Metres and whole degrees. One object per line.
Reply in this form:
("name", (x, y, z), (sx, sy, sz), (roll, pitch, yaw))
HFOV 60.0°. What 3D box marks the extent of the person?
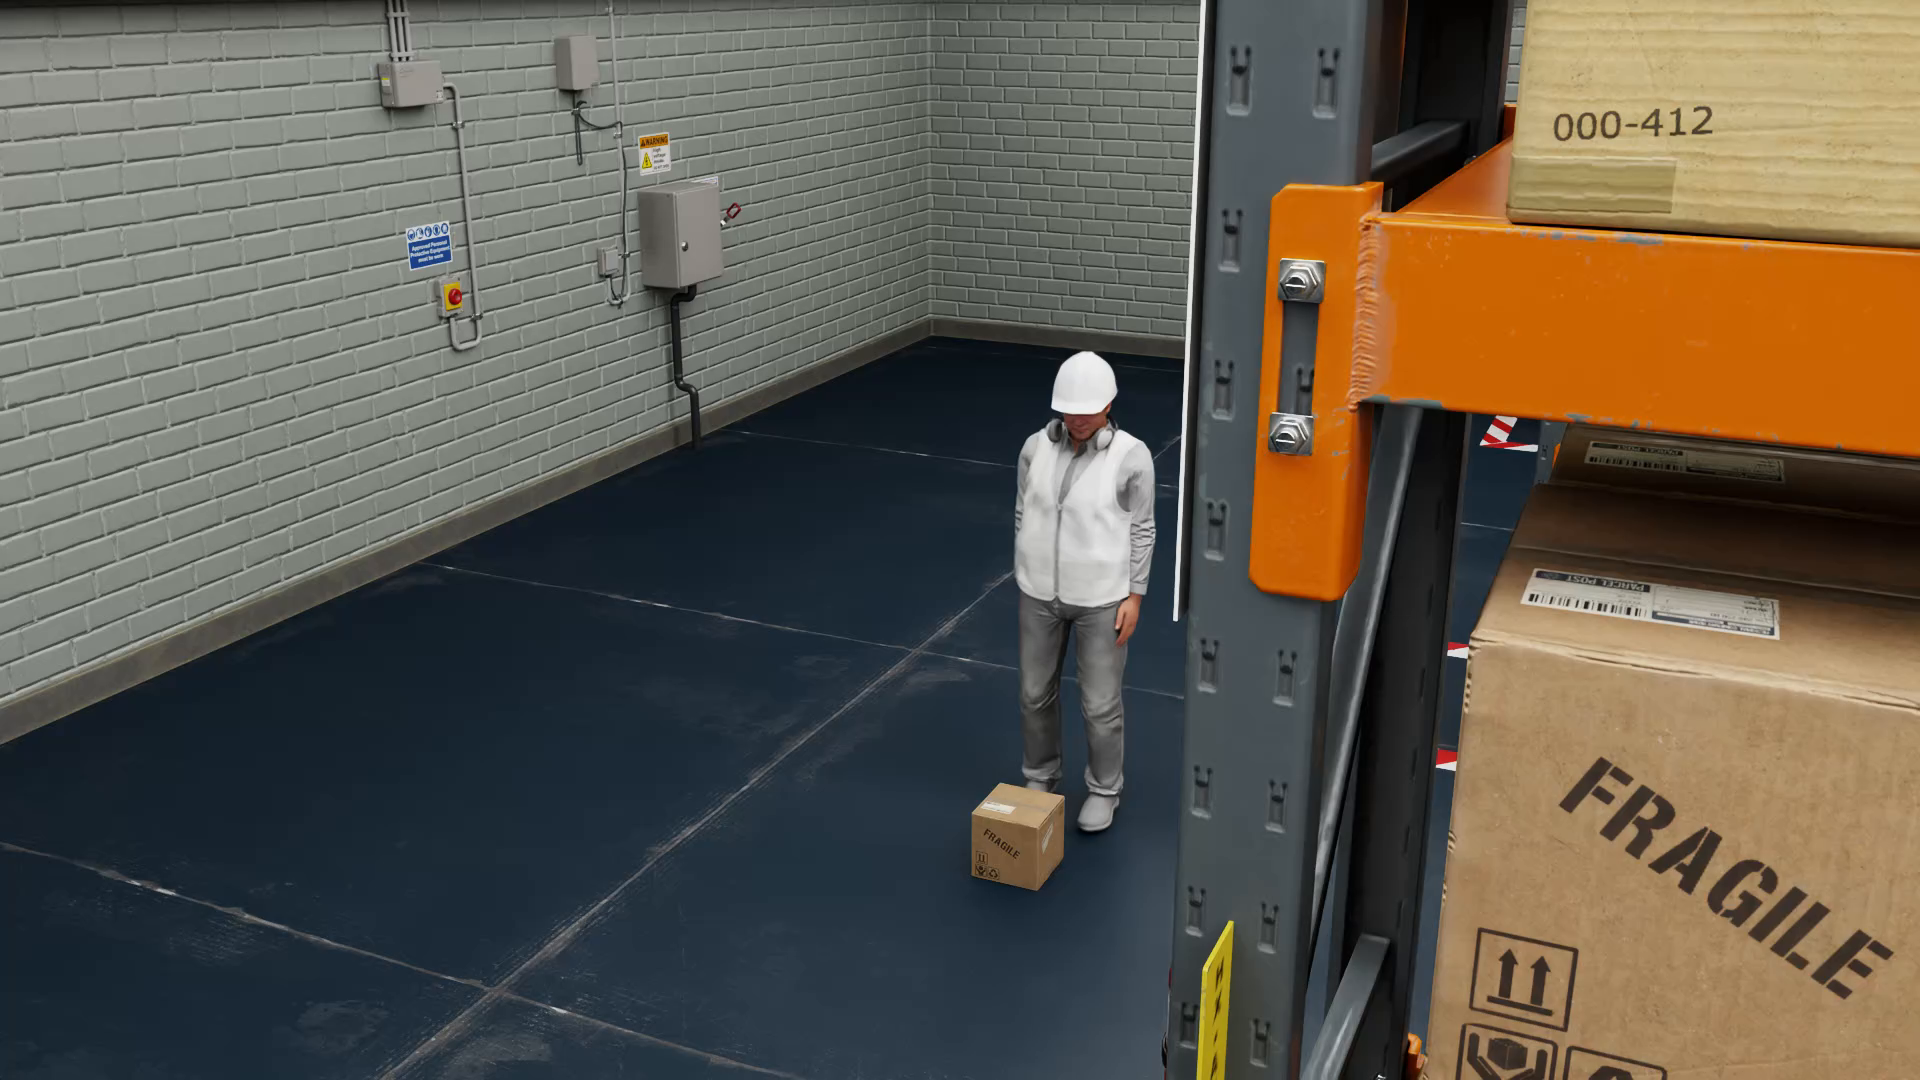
("person", (0.436, 0.188, 6.001), (0.534, 1.768, 0.356), (9, 21, 24))
